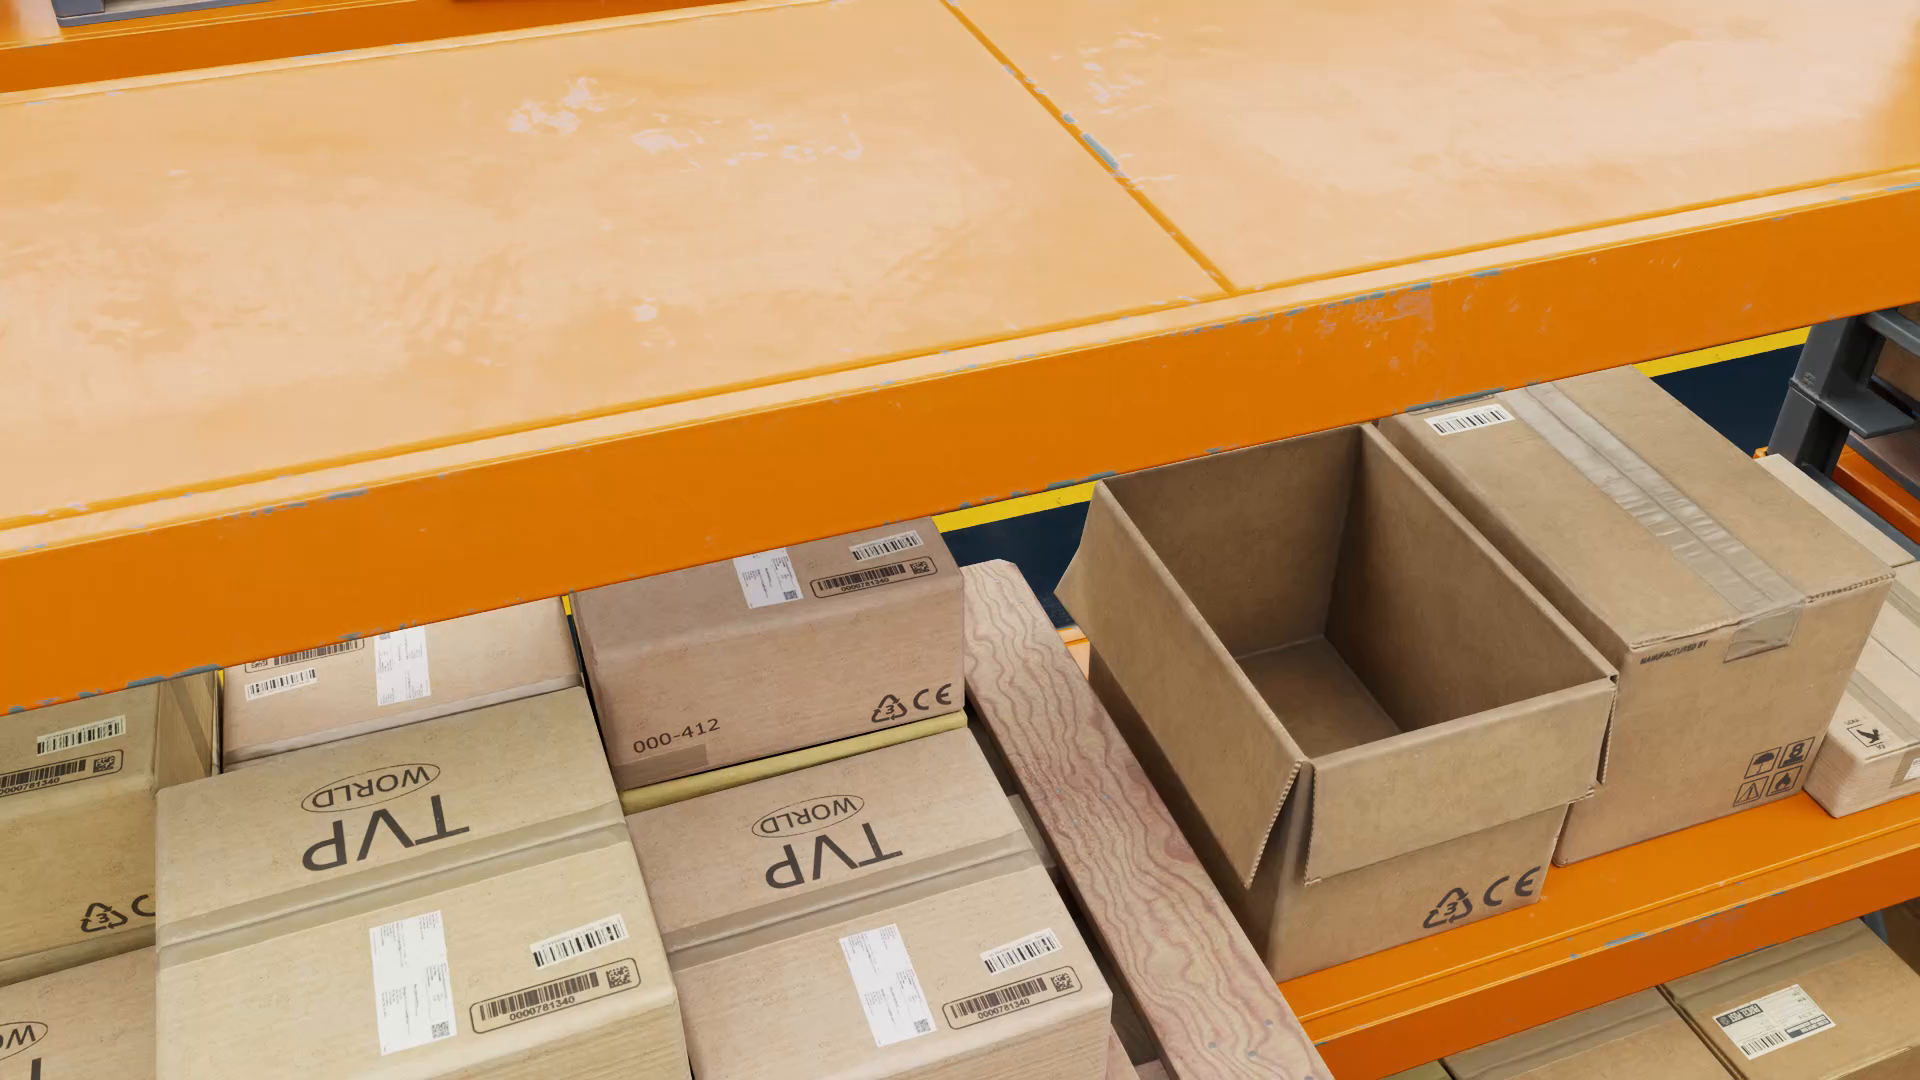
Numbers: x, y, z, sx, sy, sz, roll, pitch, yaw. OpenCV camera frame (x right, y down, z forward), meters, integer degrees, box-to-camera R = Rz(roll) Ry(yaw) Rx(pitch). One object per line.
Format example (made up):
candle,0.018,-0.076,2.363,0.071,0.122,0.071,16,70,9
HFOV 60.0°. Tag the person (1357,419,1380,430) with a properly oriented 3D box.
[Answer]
person,1.556,-0.084,7.349,0.862,0.954,0.476,-14,40,-18
